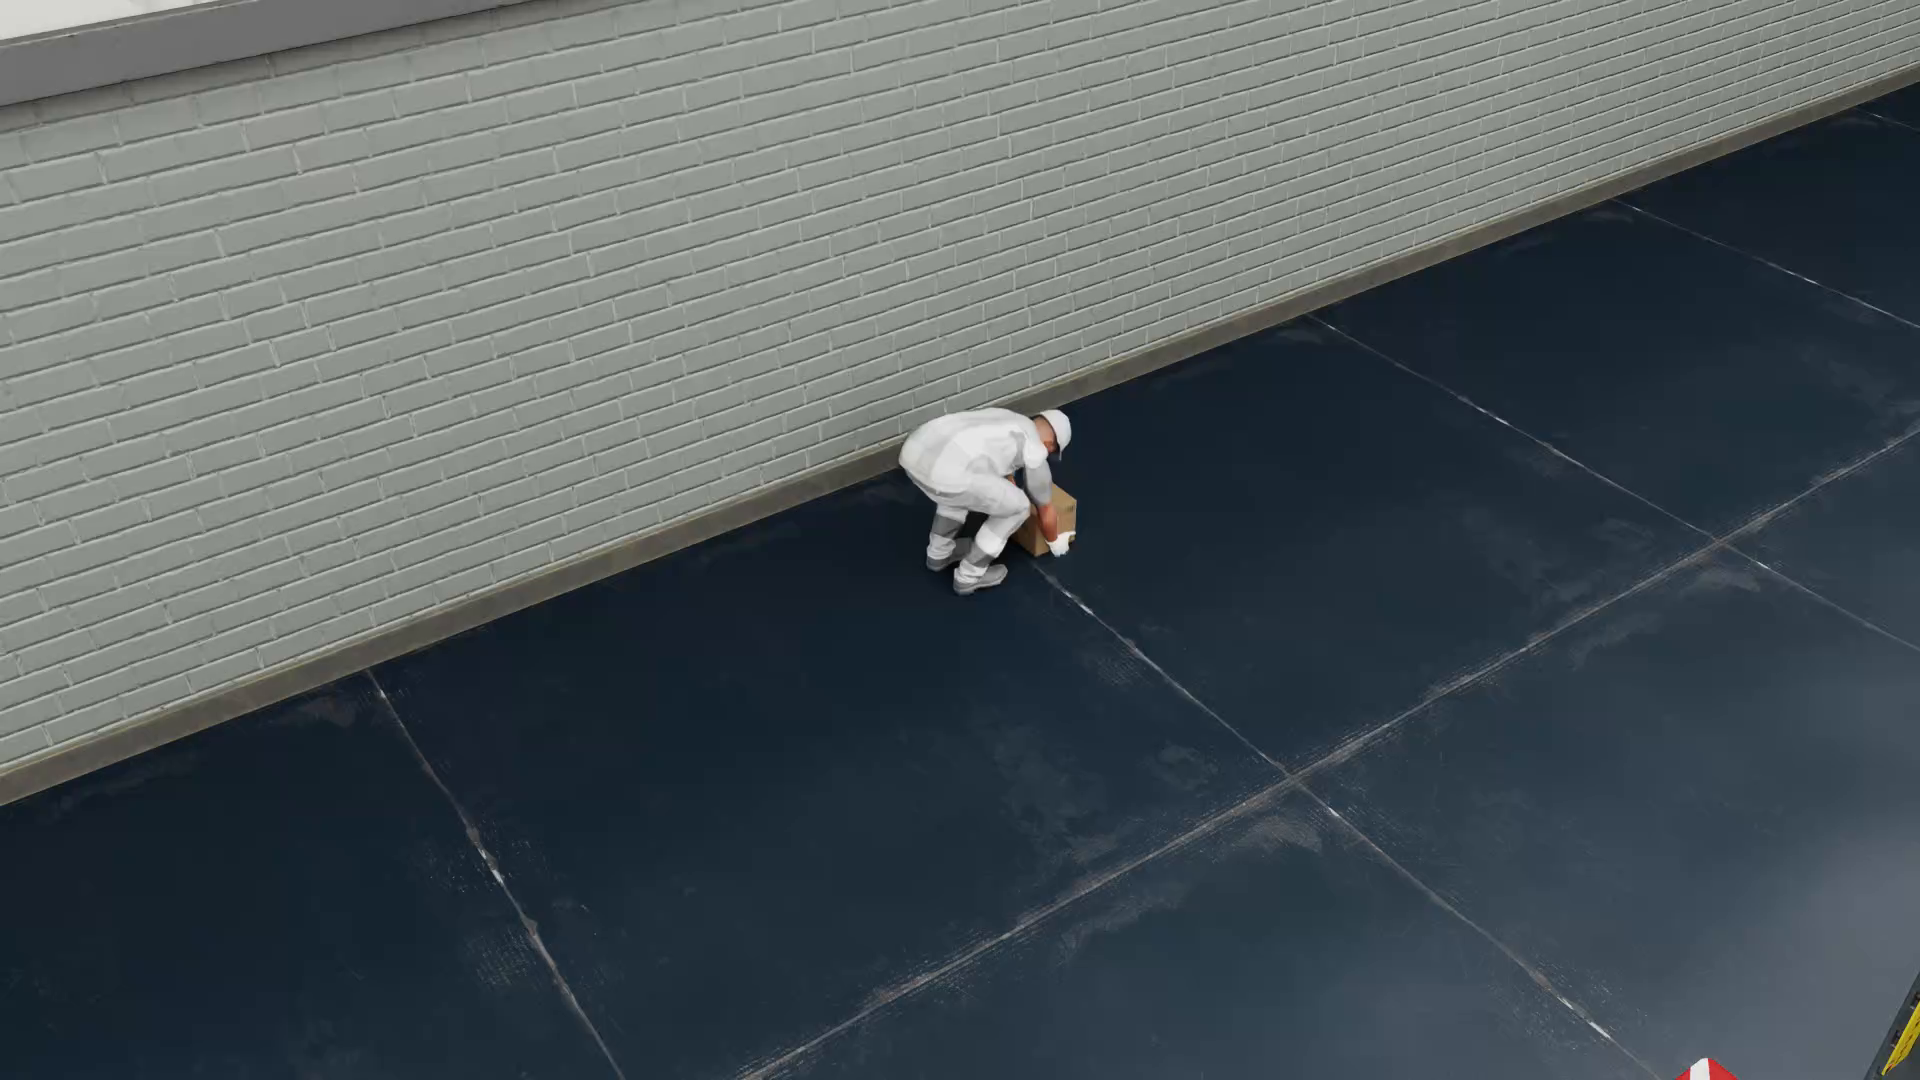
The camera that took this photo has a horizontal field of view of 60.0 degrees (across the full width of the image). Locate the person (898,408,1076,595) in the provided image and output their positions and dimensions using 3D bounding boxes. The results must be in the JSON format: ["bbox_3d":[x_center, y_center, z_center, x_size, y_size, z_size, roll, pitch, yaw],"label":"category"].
[{"bbox_3d":[0.152,-0.260,8.108,0.956,0.915,0.535,-24,43,-30],"label":"person"}]
